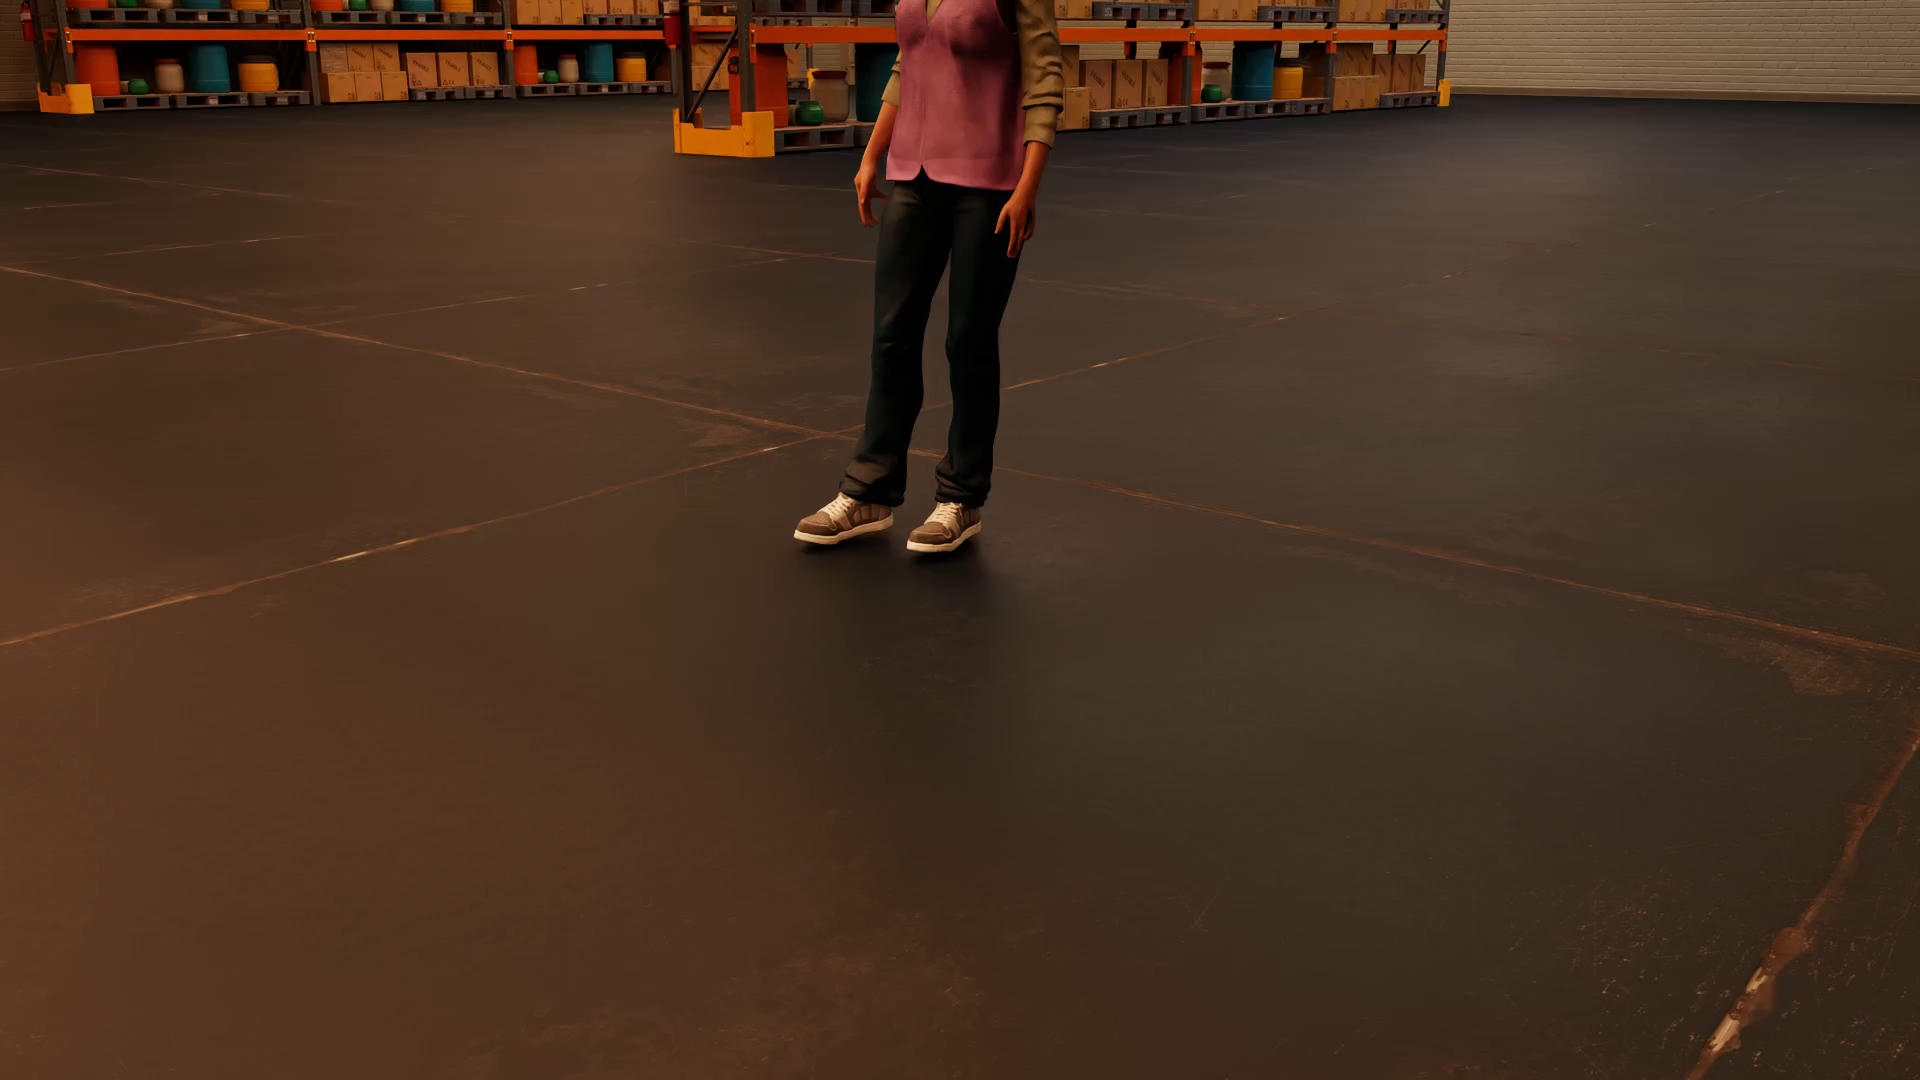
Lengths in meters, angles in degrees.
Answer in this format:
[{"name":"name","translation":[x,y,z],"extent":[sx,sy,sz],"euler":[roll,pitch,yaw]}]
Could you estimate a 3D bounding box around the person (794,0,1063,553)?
[{"name":"person","translation":[-0.058,-0.757,3.662],"extent":[0.520,1.597,0.476],"euler":[13,21,37]}]
